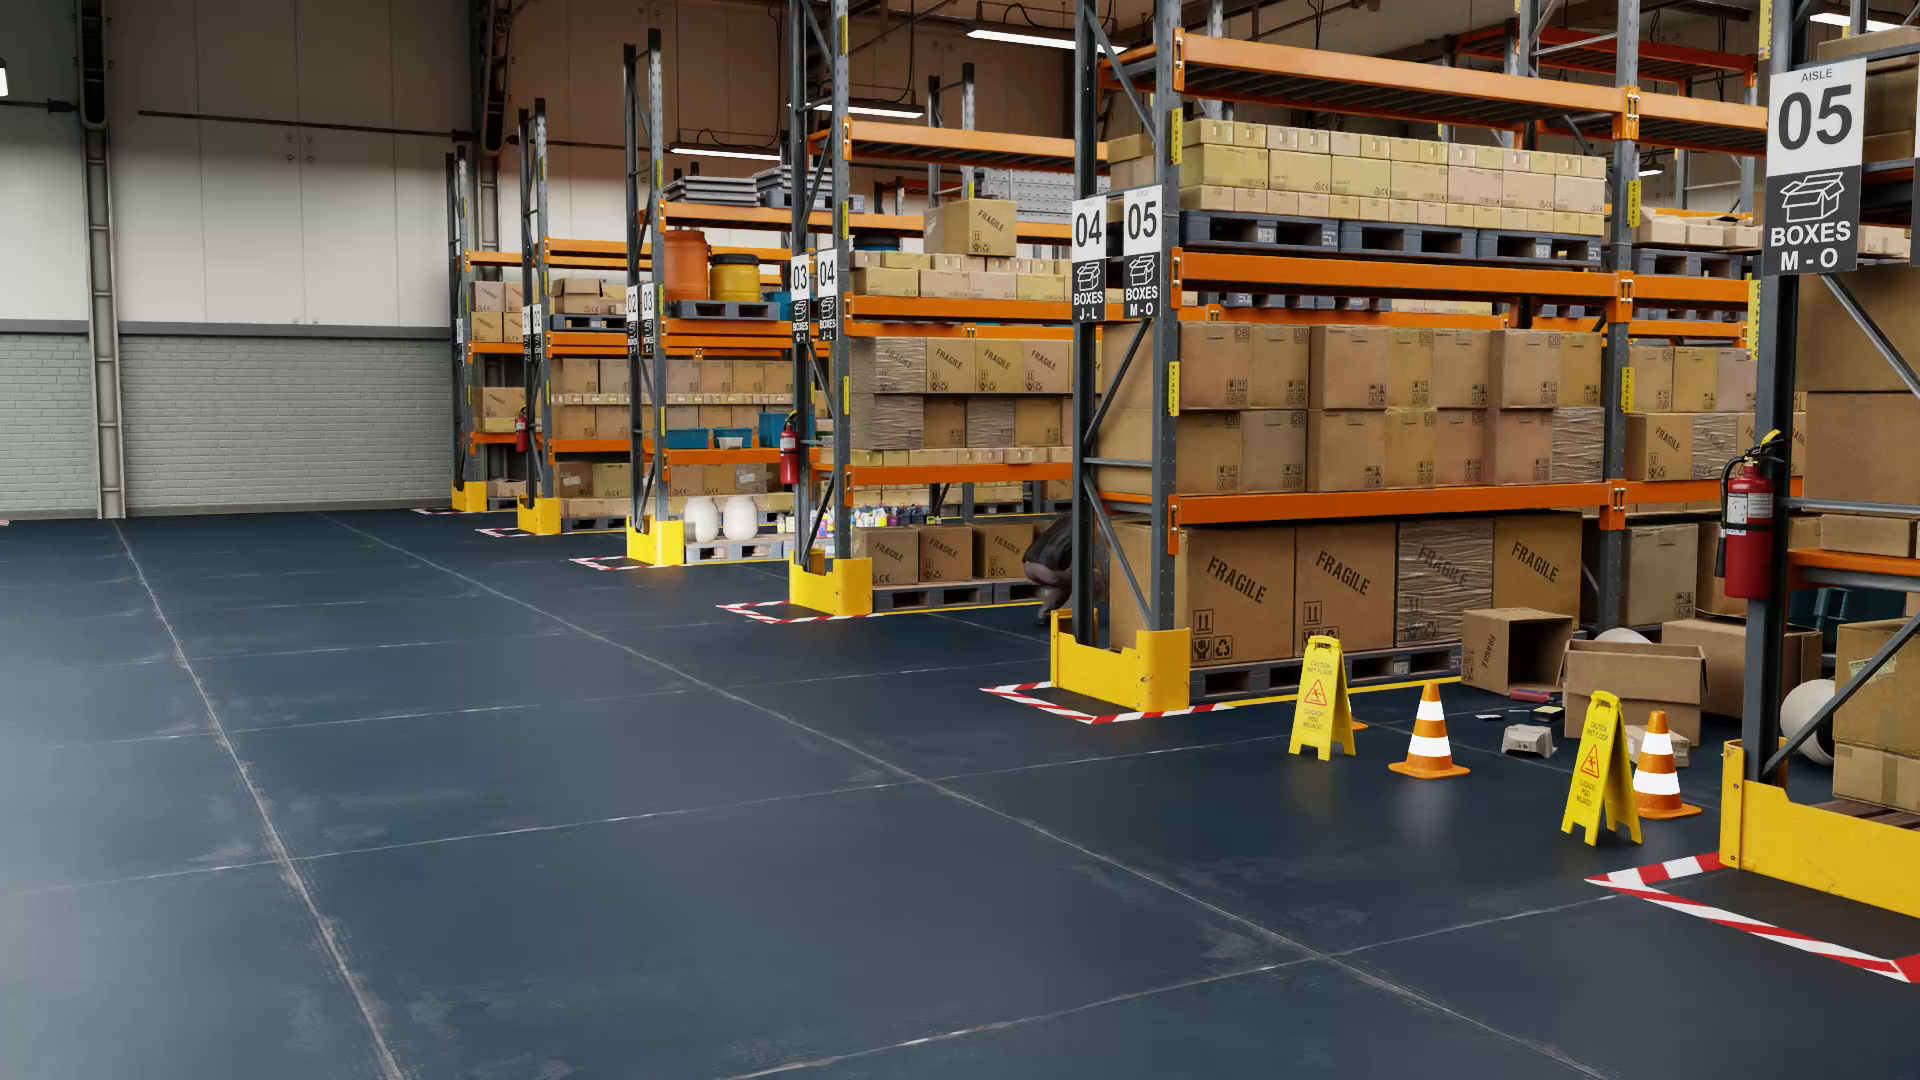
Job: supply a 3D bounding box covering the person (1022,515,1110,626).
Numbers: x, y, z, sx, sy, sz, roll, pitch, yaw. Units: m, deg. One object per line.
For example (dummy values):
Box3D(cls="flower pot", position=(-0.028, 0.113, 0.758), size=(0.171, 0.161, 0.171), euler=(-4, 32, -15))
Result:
Box3D(cls="person", position=(0.932, 0.221, 13.988), size=(0.863, 1.009, 0.548), euler=(-3, 6, -29))
